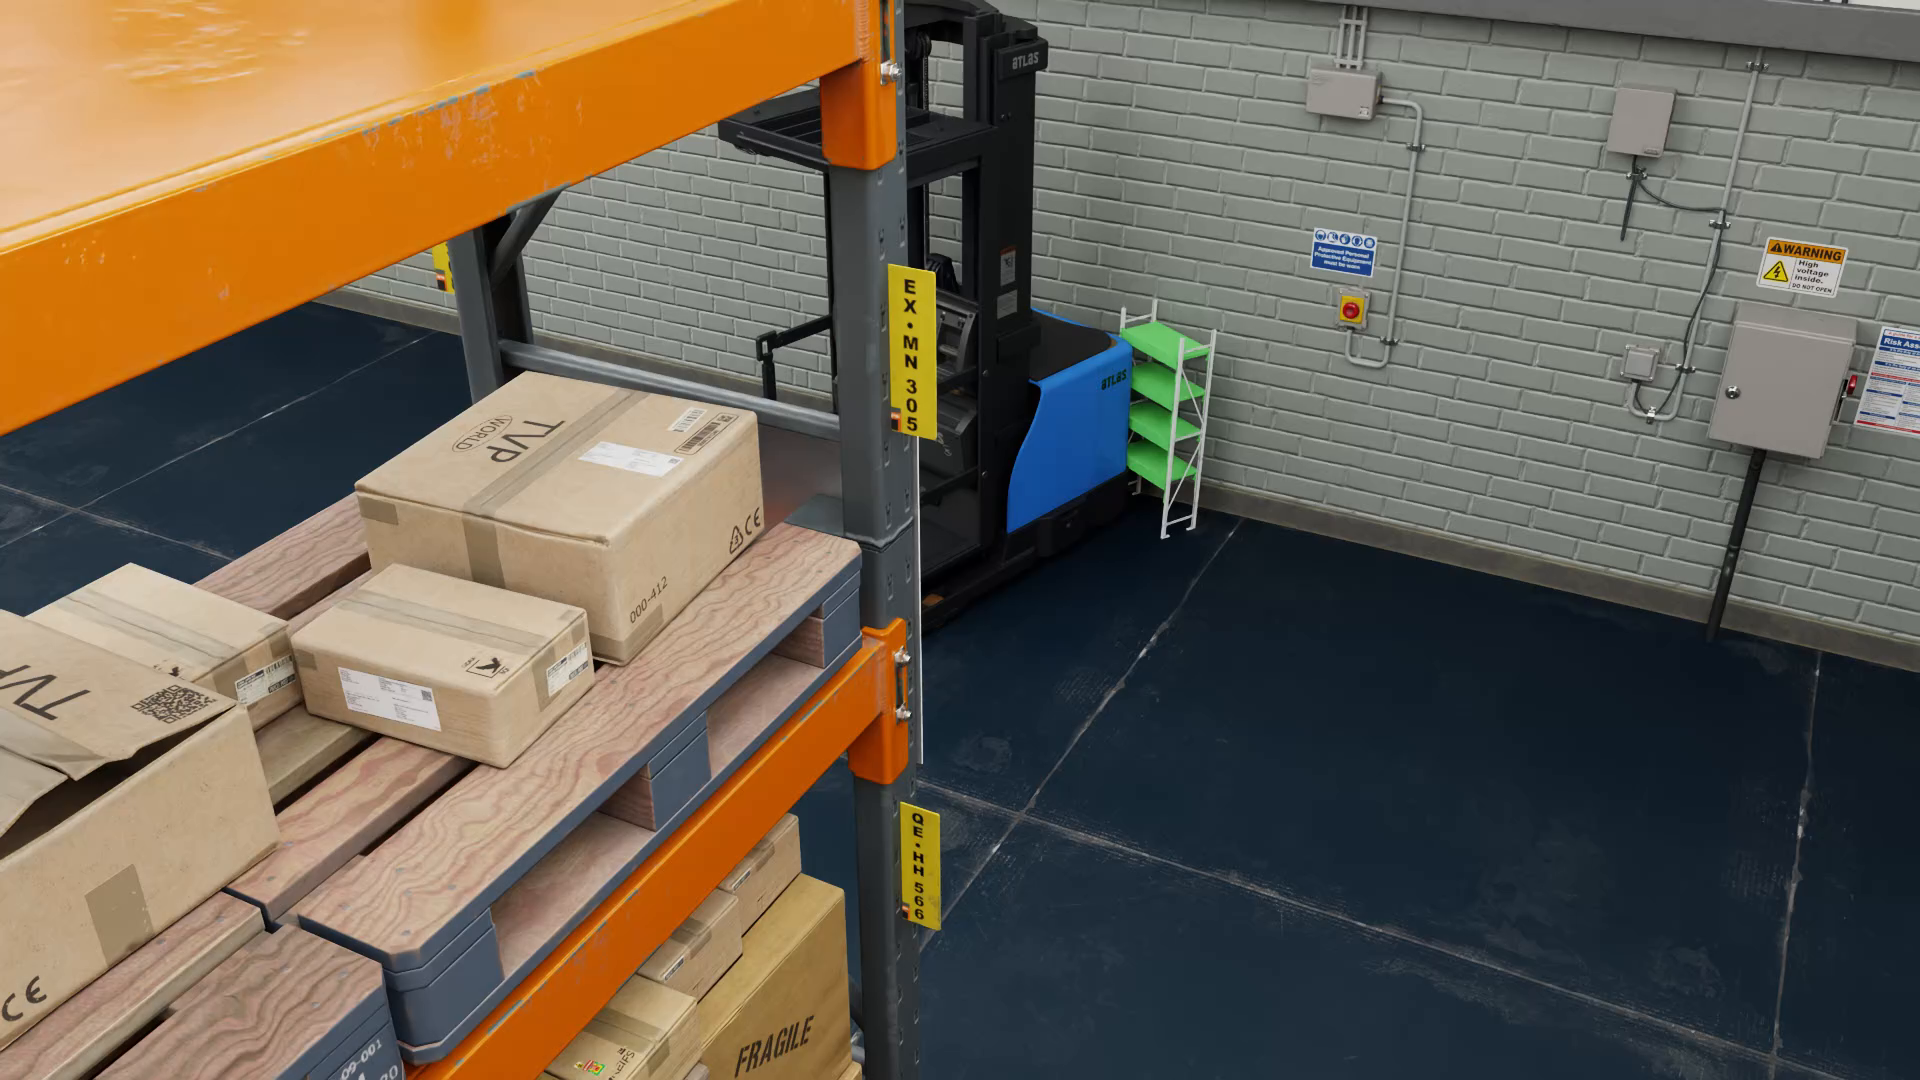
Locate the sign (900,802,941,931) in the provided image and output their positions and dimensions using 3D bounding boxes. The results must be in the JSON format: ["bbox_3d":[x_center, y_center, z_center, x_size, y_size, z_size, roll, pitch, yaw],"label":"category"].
[{"bbox_3d":[-0.088,0.709,3.603,0.100,0.325,0.005,14,33,23],"label":"sign"}]

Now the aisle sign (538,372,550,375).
[{"bbox_3d":[-0.790,-0.041,3.698,0.394,0.787,0.004,14,33,23],"label":"aisle sign"}]

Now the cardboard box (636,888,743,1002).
[{"bbox_3d":[-0.644,0.749,3.178,0.380,0.149,0.250,15,33,24],"label":"cardboard box"}]

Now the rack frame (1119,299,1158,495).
[{"bbox_3d":[0.965,-0.767,9.365,0.240,1.200,0.015,-17,35,-29],"label":"rack frame"}]

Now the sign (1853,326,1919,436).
[{"bbox_3d":[4.321,-0.718,7.583,0.329,0.494,0.001,14,33,23],"label":"sign"}]

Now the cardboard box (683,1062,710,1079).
[{"bbox_3d":[-0.785,1.214,3.020,0.500,0.500,0.500,14,33,23],"label":"cardboard box"}]

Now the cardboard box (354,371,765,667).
[{"bbox_3d":[-0.690,-0.057,2.953,0.500,0.250,0.500,11,32,19],"label":"cardboard box"}]

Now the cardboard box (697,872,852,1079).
[{"bbox_3d":[-0.573,0.975,3.435,0.500,0.500,0.500,15,33,25],"label":"cardboard box"}]

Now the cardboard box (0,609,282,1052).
[{"bbox_3d":[-1.291,0.349,2.185,0.500,0.311,0.500,15,33,24],"label":"cardboard box"}]

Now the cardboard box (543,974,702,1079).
[{"bbox_3d":[-0.687,0.882,2.946,0.380,0.149,0.250,14,33,23],"label":"cardboard box"}]

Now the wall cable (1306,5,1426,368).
[{"bbox_3d":[1.983,-1.775,8.277,0.585,1.953,0.123,14,33,23],"label":"wall cable"}]

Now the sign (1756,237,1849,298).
[{"bbox_3d":[3.832,-1.242,7.571,0.339,0.242,0.001,14,33,23],"label":"sign"}]

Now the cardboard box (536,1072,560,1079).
[{"bbox_3d":[-0.838,0.985,2.768,0.380,0.149,0.250,15,33,24],"label":"cardboard box"}]

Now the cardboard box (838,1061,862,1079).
[{"bbox_3d":[-0.549,1.415,3.673,0.500,0.500,0.500,14,33,24],"label":"cardboard box"}]

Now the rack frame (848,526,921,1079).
[{"bbox_3d":[-0.565,1.184,4.175,1.000,3.000,0.127,14,33,23],"label":"rack frame"}]

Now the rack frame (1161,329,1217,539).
[{"bbox_3d":[1.236,-0.559,9.016,0.240,1.200,0.015,-17,35,-29],"label":"rack frame"}]

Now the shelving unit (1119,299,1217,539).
[{"bbox_3d":[1.101,-0.663,9.191,0.258,1.200,0.503,-17,35,-29],"label":"shelving unit"}]

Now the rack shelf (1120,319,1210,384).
[{"bbox_3d":[1.111,-1.024,8.984,0.258,0.148,0.480,-17,35,-29],"label":"rack shelf"}]

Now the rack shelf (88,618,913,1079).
[{"bbox_3d":[-1.476,1.082,2.063,1.077,0.370,4.000,14,33,23],"label":"rack shelf"}]

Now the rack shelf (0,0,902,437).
[{"bbox_3d":[-1.476,-0.045,1.416,1.077,0.370,4.000,14,33,23],"label":"rack shelf"}]

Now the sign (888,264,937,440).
[{"bbox_3d":[-0.088,-0.337,3.002,0.100,0.325,0.005,14,33,23],"label":"sign"}]

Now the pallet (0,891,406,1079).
[{"bbox_3d":[-1.448,0.796,1.928,1.003,0.211,1.213,14,33,23],"label":"pallet"}]

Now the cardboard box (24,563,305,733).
[{"bbox_3d":[-1.265,0.197,2.612,0.380,0.149,0.250,16,33,25],"label":"cardboard box"}]

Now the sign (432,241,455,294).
[{"bbox_3d":[-1.056,-0.658,3.415,0.100,0.325,0.005,14,33,23],"label":"sign"}]

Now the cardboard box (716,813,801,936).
[{"bbox_3d":[-0.550,0.631,3.384,0.380,0.149,0.250,15,33,24],"label":"cardboard box"}]

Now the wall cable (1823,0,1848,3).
[{"bbox_3d":[4.907,-3.198,5.746,2.988,3.039,0.133,14,33,23],"label":"wall cable"}]

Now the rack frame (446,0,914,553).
[{"bbox_3d":[-0.565,-1.417,2.681,1.000,3.000,0.127,14,33,23],"label":"rack frame"}]

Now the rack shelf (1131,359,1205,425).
[{"bbox_3d":[1.105,-0.816,9.103,0.258,0.148,0.480,-17,35,-29],"label":"rack shelf"}]

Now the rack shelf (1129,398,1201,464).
[{"bbox_3d":[1.099,-0.608,9.223,0.258,0.148,0.480,-17,35,-29],"label":"rack shelf"}]

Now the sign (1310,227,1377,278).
[{"bbox_3d":[1.968,-1.476,8.536,0.327,0.218,0.001,14,33,23],"label":"sign"}]

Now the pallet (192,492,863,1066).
[{"bbox_3d":[-0.894,0.253,2.874,1.003,0.211,1.213,14,33,23],"label":"pallet"}]

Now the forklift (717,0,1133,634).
[{"bbox_3d":[-0.429,-1.046,8.128,1.130,2.935,3.031,25,38,37],"label":"forklift"}]

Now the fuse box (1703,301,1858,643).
[{"bbox_3d":[3.787,-0.221,7.916,0.539,1.711,0.414,14,33,23],"label":"fuse box"}]

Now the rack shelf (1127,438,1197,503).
[{"bbox_3d":[1.093,-0.399,9.342,0.258,0.148,0.480,-17,35,-29],"label":"rack shelf"}]

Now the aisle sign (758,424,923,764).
[{"bbox_3d":[-0.256,0.096,3.461,0.394,0.787,0.004,14,33,23],"label":"aisle sign"}]

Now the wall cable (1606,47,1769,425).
[{"bbox_3d":[3.251,-1.445,7.733,0.588,1.984,0.122,14,33,23],"label":"wall cable"}]

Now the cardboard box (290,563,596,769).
[{"bbox_3d":[-0.810,0.191,2.623,0.380,0.149,0.250,12,32,19],"label":"cardboard box"}]
